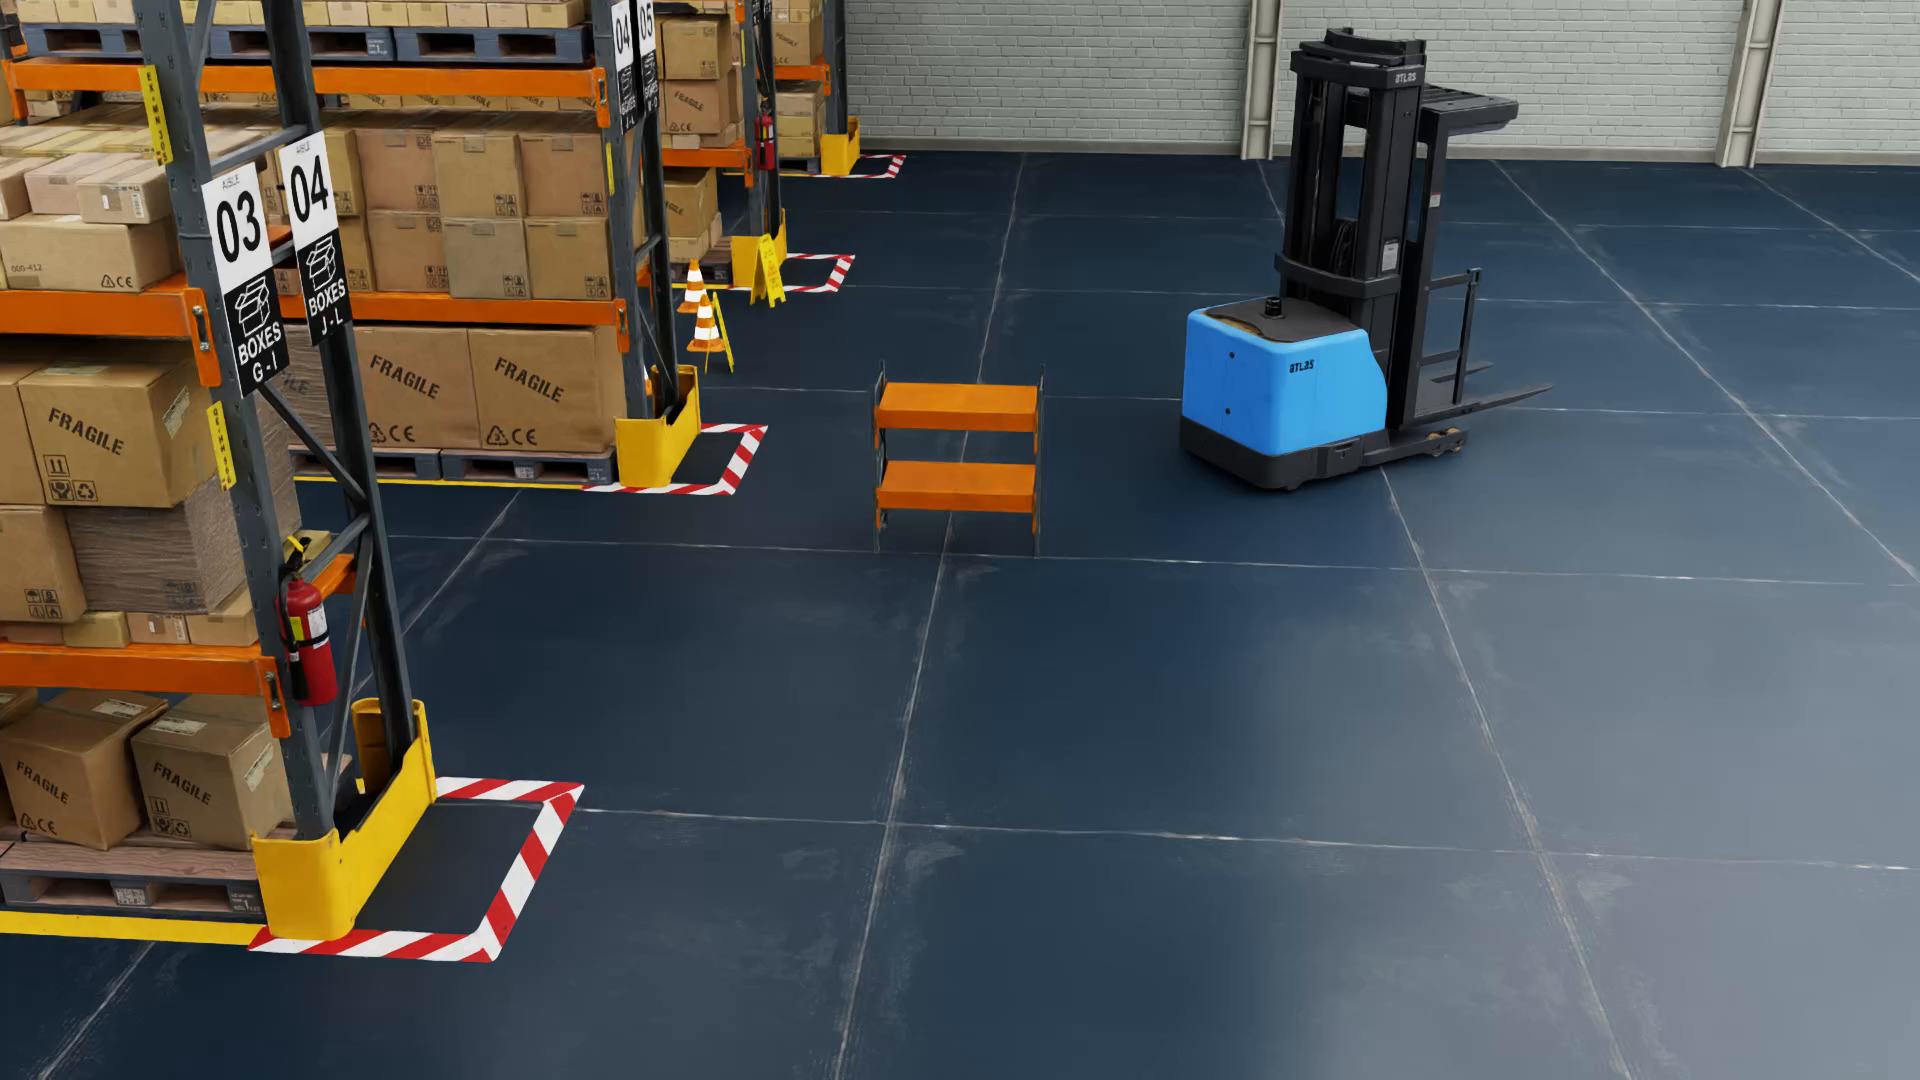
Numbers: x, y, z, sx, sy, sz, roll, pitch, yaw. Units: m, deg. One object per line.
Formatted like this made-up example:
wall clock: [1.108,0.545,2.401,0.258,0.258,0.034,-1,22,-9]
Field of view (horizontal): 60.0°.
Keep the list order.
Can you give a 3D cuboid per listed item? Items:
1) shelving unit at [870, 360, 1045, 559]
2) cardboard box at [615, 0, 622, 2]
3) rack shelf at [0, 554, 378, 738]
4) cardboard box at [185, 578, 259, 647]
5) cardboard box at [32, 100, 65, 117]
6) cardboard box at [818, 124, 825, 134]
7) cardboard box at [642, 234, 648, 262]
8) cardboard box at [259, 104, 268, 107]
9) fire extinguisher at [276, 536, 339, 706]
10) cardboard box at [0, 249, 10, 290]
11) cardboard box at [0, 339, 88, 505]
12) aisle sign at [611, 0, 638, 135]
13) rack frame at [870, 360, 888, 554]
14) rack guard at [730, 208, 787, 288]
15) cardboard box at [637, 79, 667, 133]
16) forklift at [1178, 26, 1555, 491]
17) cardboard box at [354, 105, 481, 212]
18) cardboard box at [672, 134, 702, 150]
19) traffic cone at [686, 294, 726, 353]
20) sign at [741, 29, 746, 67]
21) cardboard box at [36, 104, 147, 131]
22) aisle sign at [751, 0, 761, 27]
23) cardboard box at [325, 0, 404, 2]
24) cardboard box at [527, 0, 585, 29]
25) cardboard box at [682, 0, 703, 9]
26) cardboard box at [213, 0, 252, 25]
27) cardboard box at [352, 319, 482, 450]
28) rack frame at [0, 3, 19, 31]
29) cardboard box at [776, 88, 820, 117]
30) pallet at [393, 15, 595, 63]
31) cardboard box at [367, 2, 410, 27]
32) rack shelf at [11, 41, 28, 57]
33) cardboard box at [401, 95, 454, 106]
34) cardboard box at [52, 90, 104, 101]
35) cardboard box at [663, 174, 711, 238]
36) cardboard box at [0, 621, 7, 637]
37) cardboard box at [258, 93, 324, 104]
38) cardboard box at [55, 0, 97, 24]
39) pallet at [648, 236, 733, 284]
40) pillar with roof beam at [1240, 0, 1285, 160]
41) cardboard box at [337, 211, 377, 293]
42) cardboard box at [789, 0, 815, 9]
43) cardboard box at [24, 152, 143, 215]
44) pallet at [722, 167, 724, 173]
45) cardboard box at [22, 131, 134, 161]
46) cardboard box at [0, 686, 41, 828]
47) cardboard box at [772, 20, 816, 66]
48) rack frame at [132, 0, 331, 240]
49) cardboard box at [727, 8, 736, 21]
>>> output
shelving unit: [-0.007,-0.511,10.515,1.048,1.125,0.538,2,25,4]
cardboard box: [-4.193,-6.552,20.149,0.250,0.149,0.380,1,25,3]
rack shelf: [-4.661,0.356,7.248,4.000,0.370,1.077,2,25,4]
cardboard box: [-2.967,0.284,6.844,0.250,0.149,0.380,2,25,4]
cardboard box: [-8.754,-4.213,16.116,0.250,0.149,0.380,2,25,4]
cardboard box: [-2.007,-5.145,21.129,0.500,0.250,0.500,2,25,4]
cardboard box: [-3.251,-2.912,16.278,0.500,0.250,0.500,2,25,4]
cardboard box: [-6.693,-4.159,15.998,0.250,0.149,0.380,1,25,2]
fire extinguisher: [-2.588,0.324,6.549,0.183,0.674,0.296,2,25,4]
cardboard box: [-3.665,-1.125,6.199,0.500,0.250,0.500,2,25,4]
cardboard box: [-3.733,-0.470,6.511,0.500,0.500,0.500,2,25,4]
aisle sign: [-2.139,-3.024,10.624,0.004,0.787,0.394,2,25,4]
rack frame: [-0.514,-0.527,10.551,0.032,1.125,0.500,2,25,4]
rack guard: [-1.984,-2.904,16.463,0.348,0.500,1.175,2,25,4]
cardboard box: [-2.970,-4.138,15.679,0.500,0.500,0.500,2,25,4]
forklift: [3.113,-2.112,11.834,3.031,2.935,1.130,-14,28,-28]
cardboard box: [-3.657,-2.611,11.365,0.550,0.550,0.875,2,25,4]
cardboard box: [-2.559,-3.808,15.737,0.250,0.149,0.380,2,25,3]
traffic cone: [-2.182,-1.887,14.298,0.334,0.463,0.336,2,25,4]
sign: [-1.971,-4.476,15.125,0.005,0.325,0.100,2,25,4]
cardboard box: [-5.810,-2.631,11.409,0.550,0.550,0.875,2,25,4]
aisle sign: [-1.869,-5.095,15.125,0.004,0.787,0.394,2,25,4]
cardboard box: [-3.695,-3.568,10.530,0.500,0.250,0.500,2,25,4]
cardboard box: [-2.544,-3.325,10.477,0.250,0.149,0.380,2,25,4]
cardboard box: [-3.186,-6.504,20.044,0.250,0.149,0.380,2,25,5]
cardboard box: [-4.568,-3.390,10.619,0.250,0.149,0.380,2,25,4]
cardboard box: [-3.745,-1.218,11.847,0.875,0.875,0.875,1,25,3]
rack frame: [-6.175,-4.824,10.468,0.127,3.000,1.000,2,25,4]
cardboard box: [-2.015,-5.387,20.459,0.500,0.250,0.500,3,25,6]
pallet: [-2.927,-3.312,10.878,1.213,0.211,1.003,2,25,4]
cardboard box: [-3.559,-3.357,10.548,0.250,0.149,0.380,1,25,3]
rack shelf: [-8.169,-3.198,11.385,4.000,0.370,1.077,2,25,4]
cardboard box: [-4.977,-4.209,15.833,0.500,0.500,0.500,2,25,4]
cardboard box: [-8.404,-4.525,16.019,0.500,0.500,0.500,2,25,5]
cardboard box: [-2.727,-3.236,16.085,0.500,0.500,0.500,2,25,4]
cardboard box: [-3.964,0.250,6.919,0.250,0.149,0.380,2,25,4]
cardboard box: [-6.375,-4.455,15.866,0.500,0.500,0.500,1,25,3]
cardboard box: [-5.580,-3.423,10.690,0.250,0.149,0.380,2,25,4]
pallet: [-2.792,-2.813,16.612,1.213,0.211,1.003,2,25,4]
pillar with roof beam: [3.495,-7.243,15.725,0.400,9.000,9.100,2,25,4]
cardboard box: [-4.190,-2.110,11.568,0.500,0.550,0.875,2,25,4]
cardboard box: [-1.905,-6.505,20.047,0.250,0.149,0.380,2,25,4]
cardboard box: [-3.218,-1.318,6.141,0.250,0.149,0.380,1,25,2]
pallet: [-3.511,-4.886,21.117,1.213,0.211,1.003,2,25,4]
cardboard box: [-3.436,-1.493,6.520,0.250,0.149,0.380,1,25,3]
cardboard box: [-4.510,0.978,7.523,0.500,0.500,0.500,4,25,9]
cardboard box: [-2.043,-6.058,20.207,0.500,0.500,0.500,1,25,3]
rack frame: [-2.667,-2.632,5.705,0.127,3.000,1.000,2,25,4]
cardboard box: [-2.657,-6.383,20.137,0.250,0.149,0.380,2,25,4]
